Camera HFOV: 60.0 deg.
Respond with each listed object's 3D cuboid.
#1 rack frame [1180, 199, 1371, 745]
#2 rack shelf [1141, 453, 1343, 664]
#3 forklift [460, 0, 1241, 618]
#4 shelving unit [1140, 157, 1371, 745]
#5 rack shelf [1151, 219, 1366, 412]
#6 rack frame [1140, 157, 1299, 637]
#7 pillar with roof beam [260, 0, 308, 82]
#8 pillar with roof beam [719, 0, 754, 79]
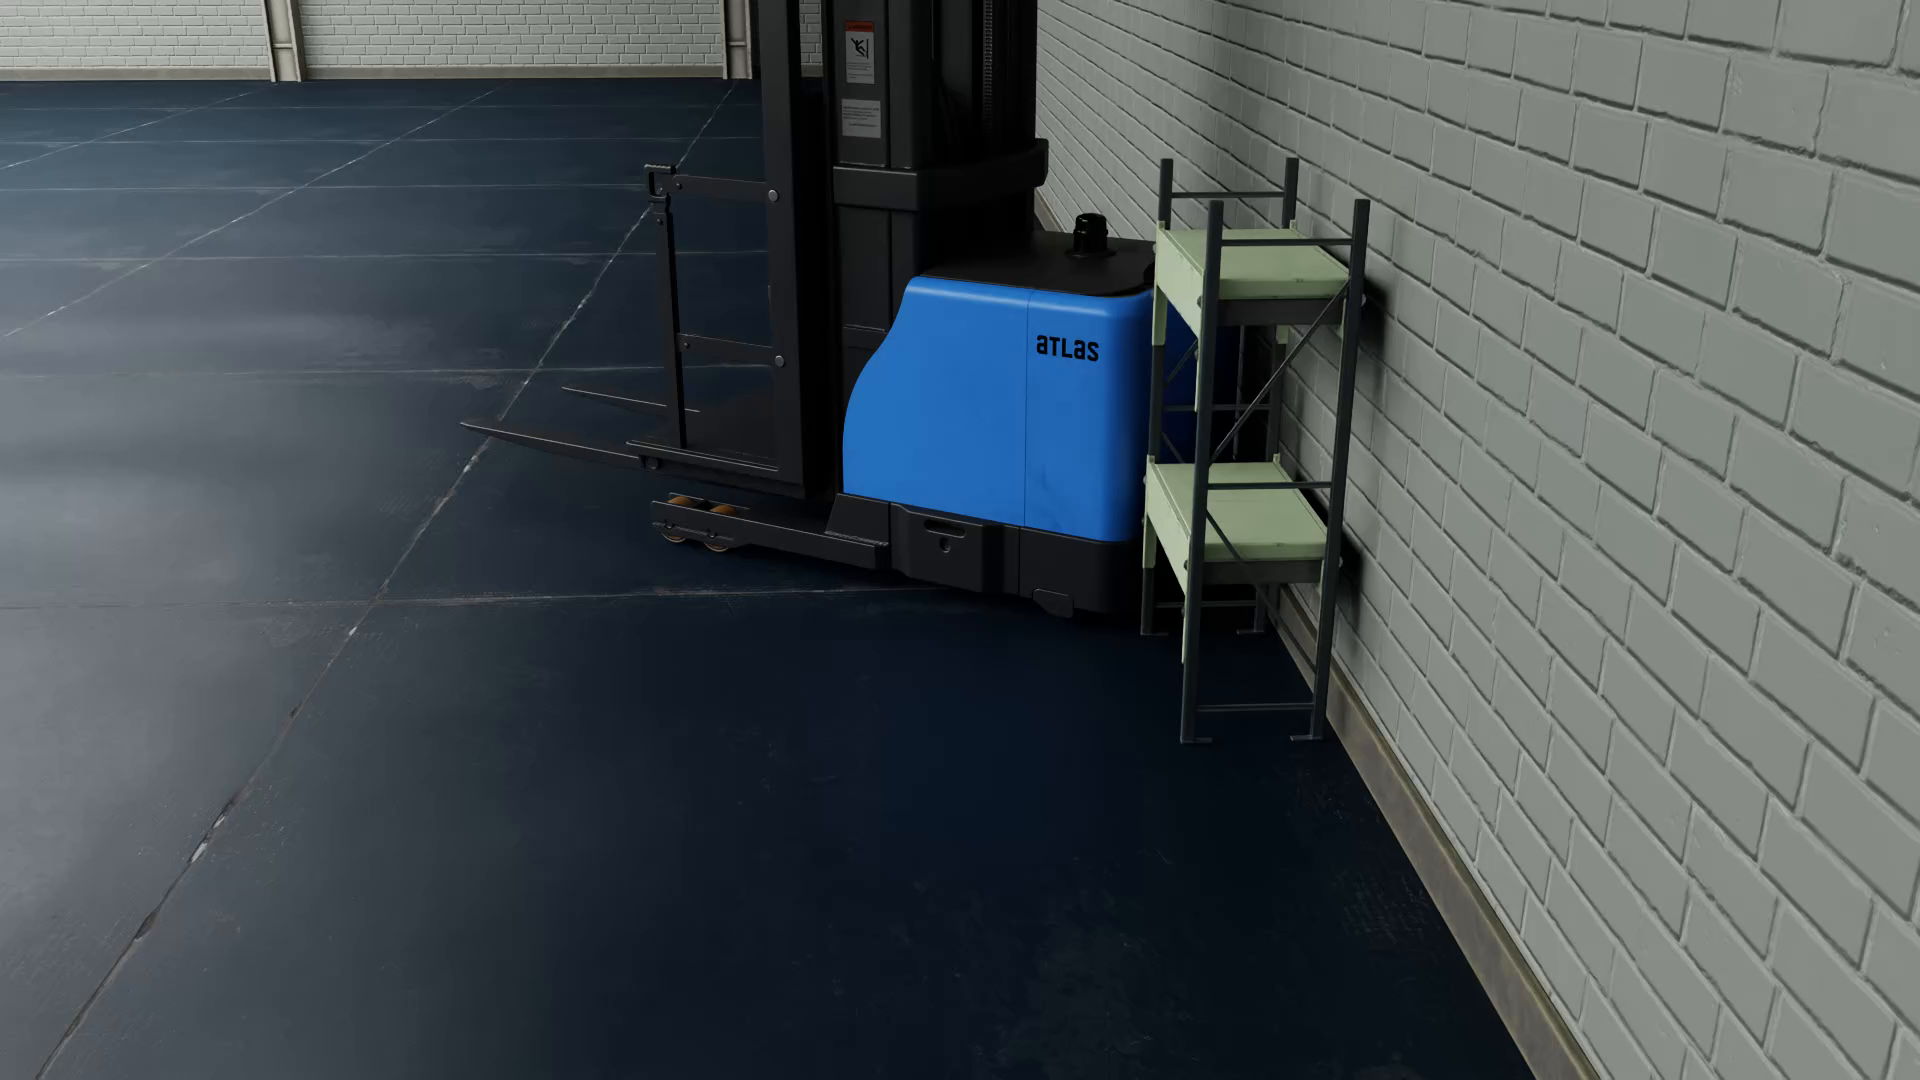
[{"bbox_3d":[0.815,-0.139,4.379,0.400,1.500,0.023,-1,21,-3],"label":"rack frame"},{"bbox_3d":[0.797,0.035,4.837,0.431,0.370,0.720,-1,21,-3],"label":"rack shelf"},{"bbox_3d":[-0.545,-1.477,5.882,3.031,2.935,1.130,11,24,27],"label":"forklift"},{"bbox_3d":[0.797,-0.269,4.721,0.431,1.500,0.755,-1,21,-3],"label":"shelving unit"},{"bbox_3d":[0.797,-0.634,4.582,0.431,0.370,0.720,-1,21,-3],"label":"rack shelf"},{"bbox_3d":[0.778,-0.400,5.062,0.400,1.500,0.023,-1,21,-3],"label":"rack frame"},{"bbox_3d":[-8.760,-8.856,16.735,0.400,9.000,9.100,-1,21,-3],"label":"pillar with roof beam"},{"bbox_3d":[-2.770,-8.978,17.055,0.400,9.000,9.100,-1,21,-3],"label":"pillar with roof beam"}]
